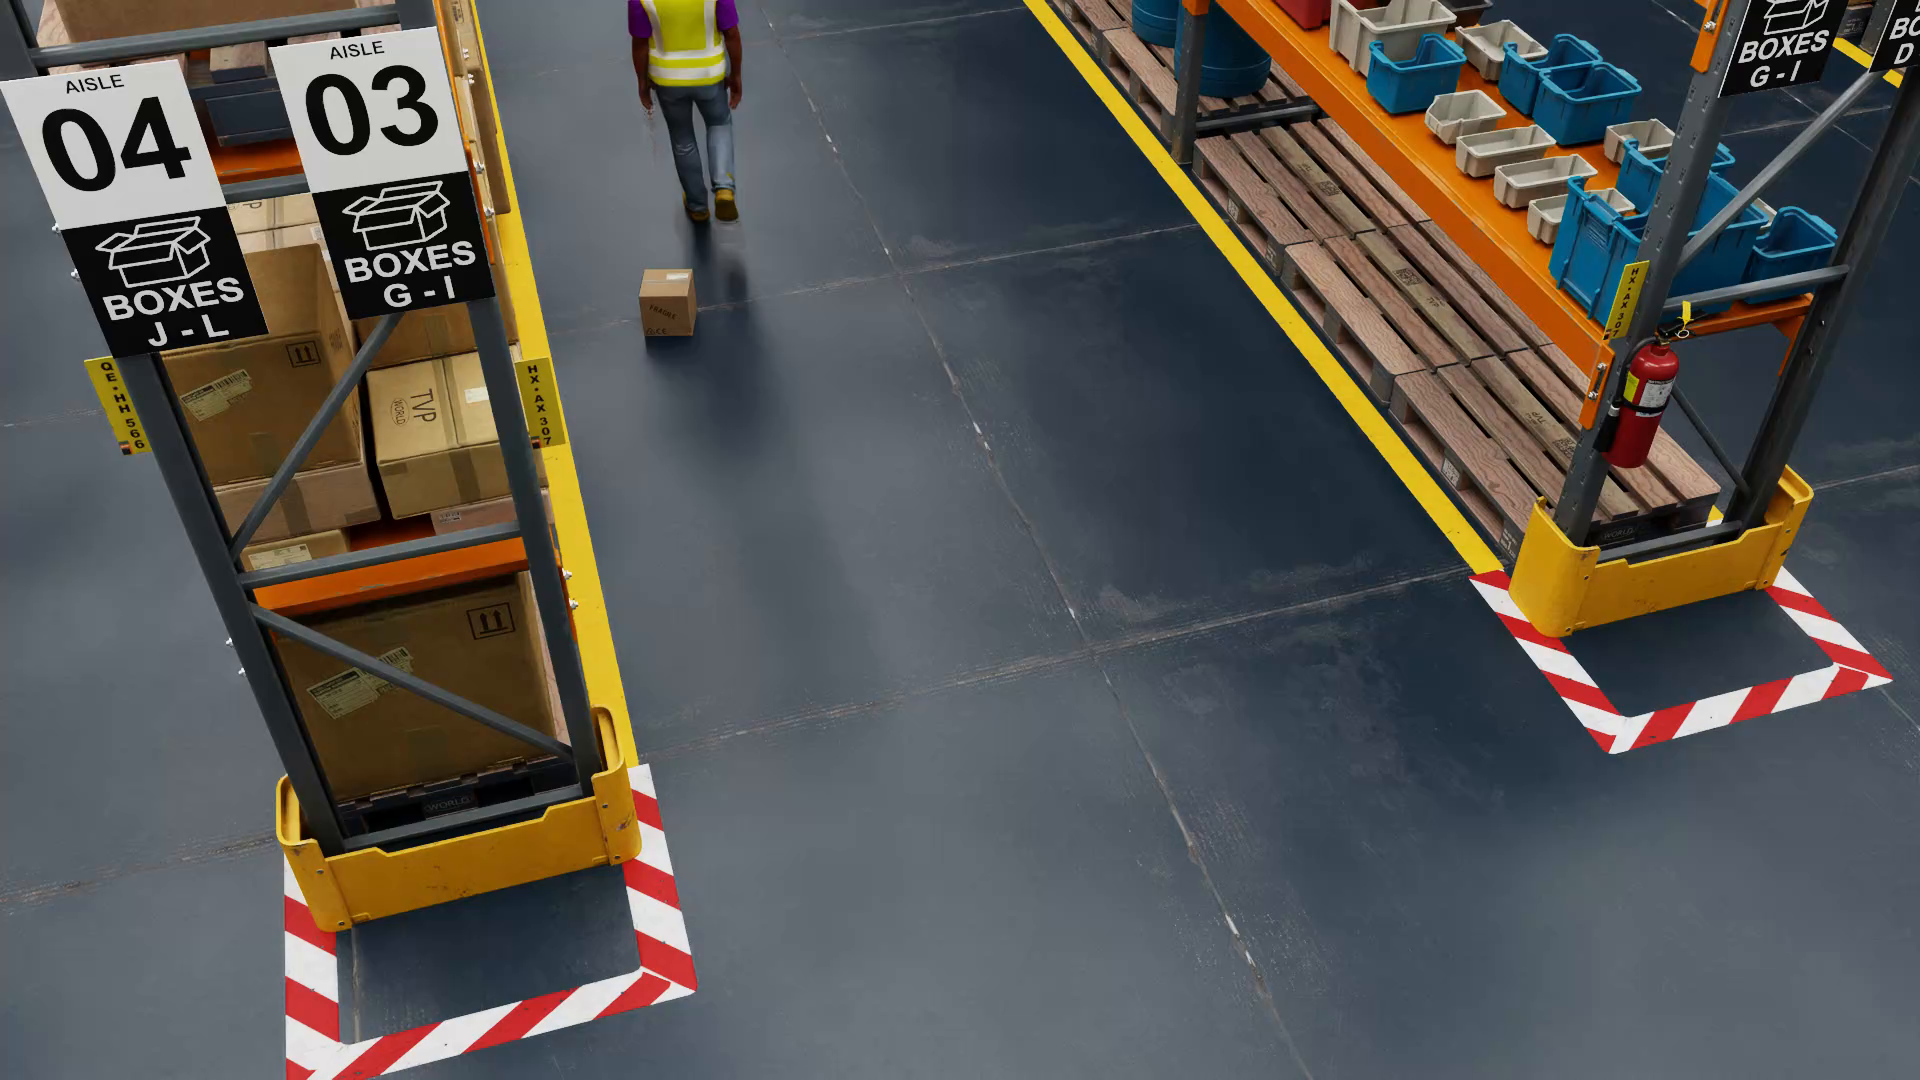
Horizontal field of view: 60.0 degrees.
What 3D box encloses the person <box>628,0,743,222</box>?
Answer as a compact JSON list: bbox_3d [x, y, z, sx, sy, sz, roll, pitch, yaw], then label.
[{"bbox_3d":[-1.437,-2.467,8.861,0.572,1.757,0.591,-8,43,-9],"label":"person"}]
